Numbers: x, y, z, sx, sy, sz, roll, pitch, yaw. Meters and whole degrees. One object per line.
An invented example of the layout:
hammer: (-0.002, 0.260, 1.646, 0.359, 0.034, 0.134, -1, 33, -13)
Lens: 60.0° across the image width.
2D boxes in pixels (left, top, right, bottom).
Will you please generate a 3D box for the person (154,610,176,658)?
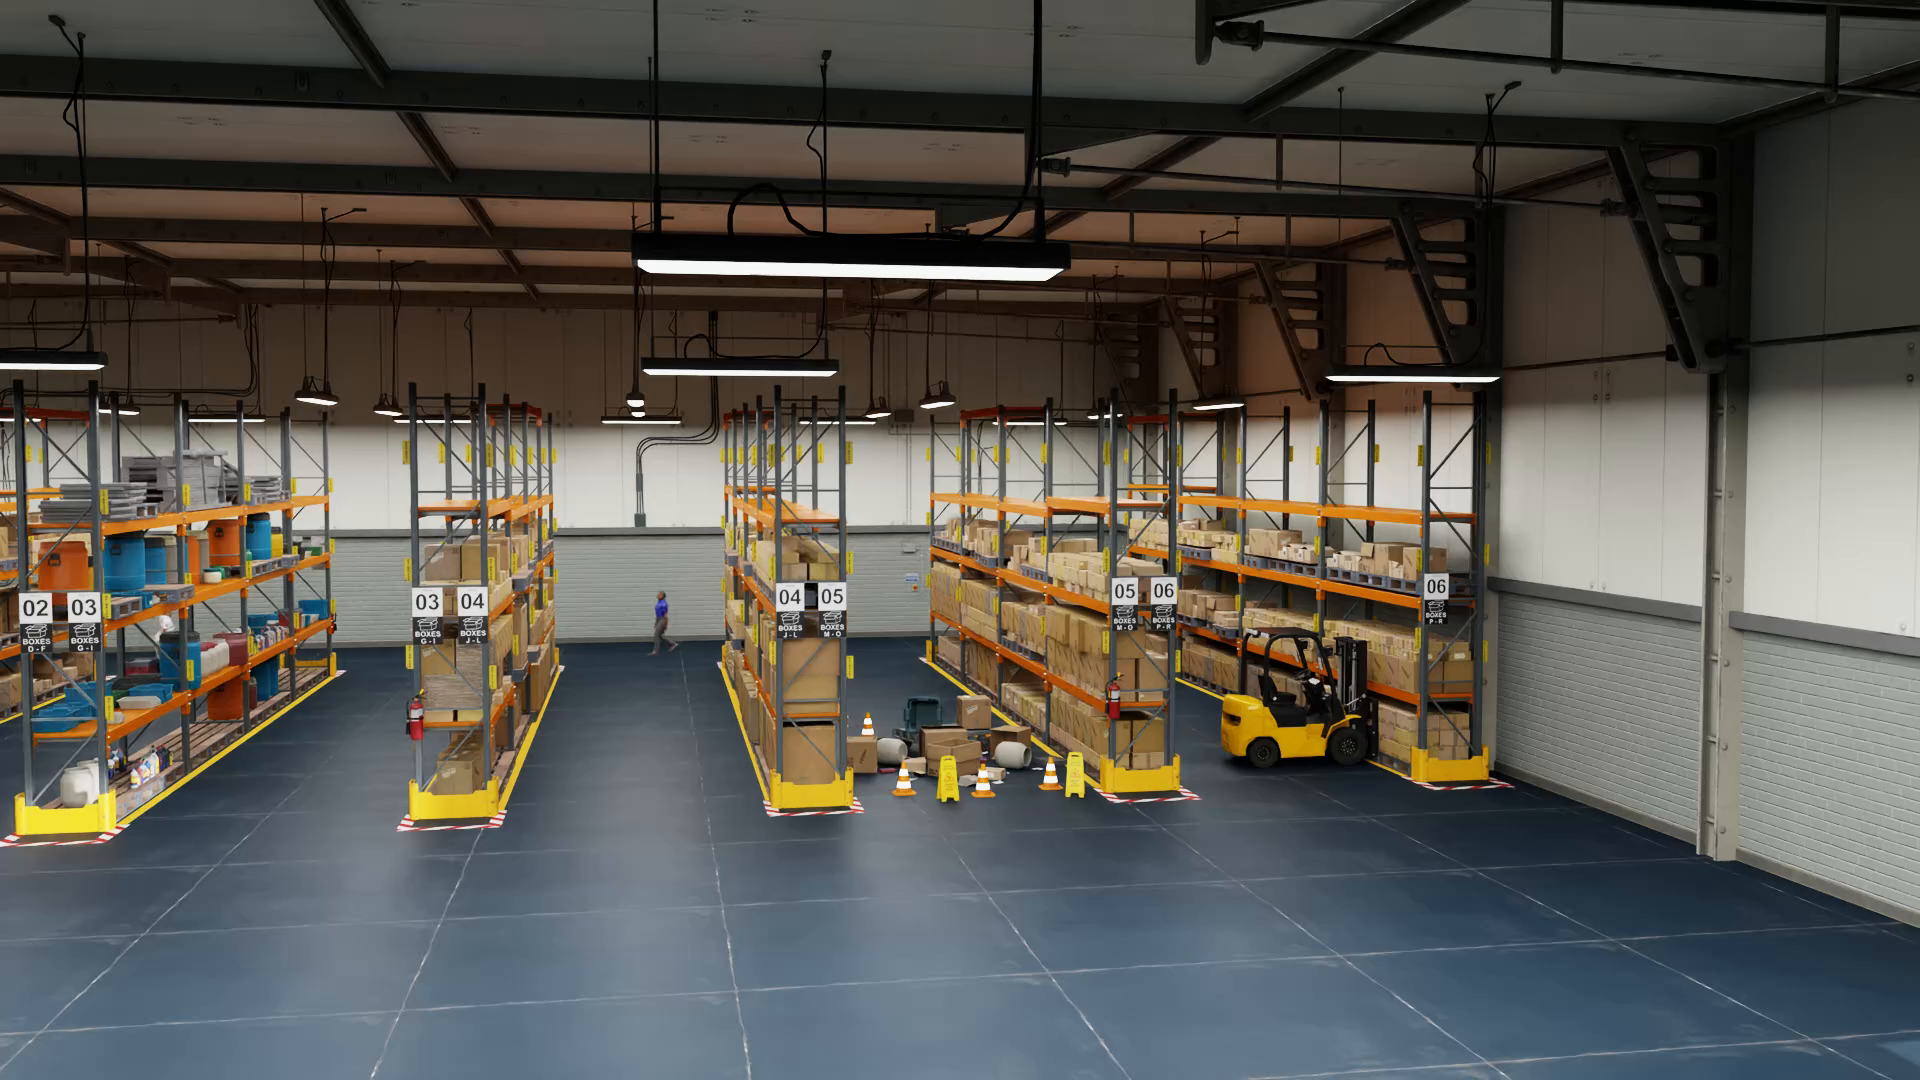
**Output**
person: (-17.734, 2.306, 37.093, 0.510, 1.680, 0.555, 1, 3, 24)

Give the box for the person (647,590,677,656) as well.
person: (-7.448, 2.077, 41.694, 0.839, 1.614, 0.481, -2, 3, -34)
